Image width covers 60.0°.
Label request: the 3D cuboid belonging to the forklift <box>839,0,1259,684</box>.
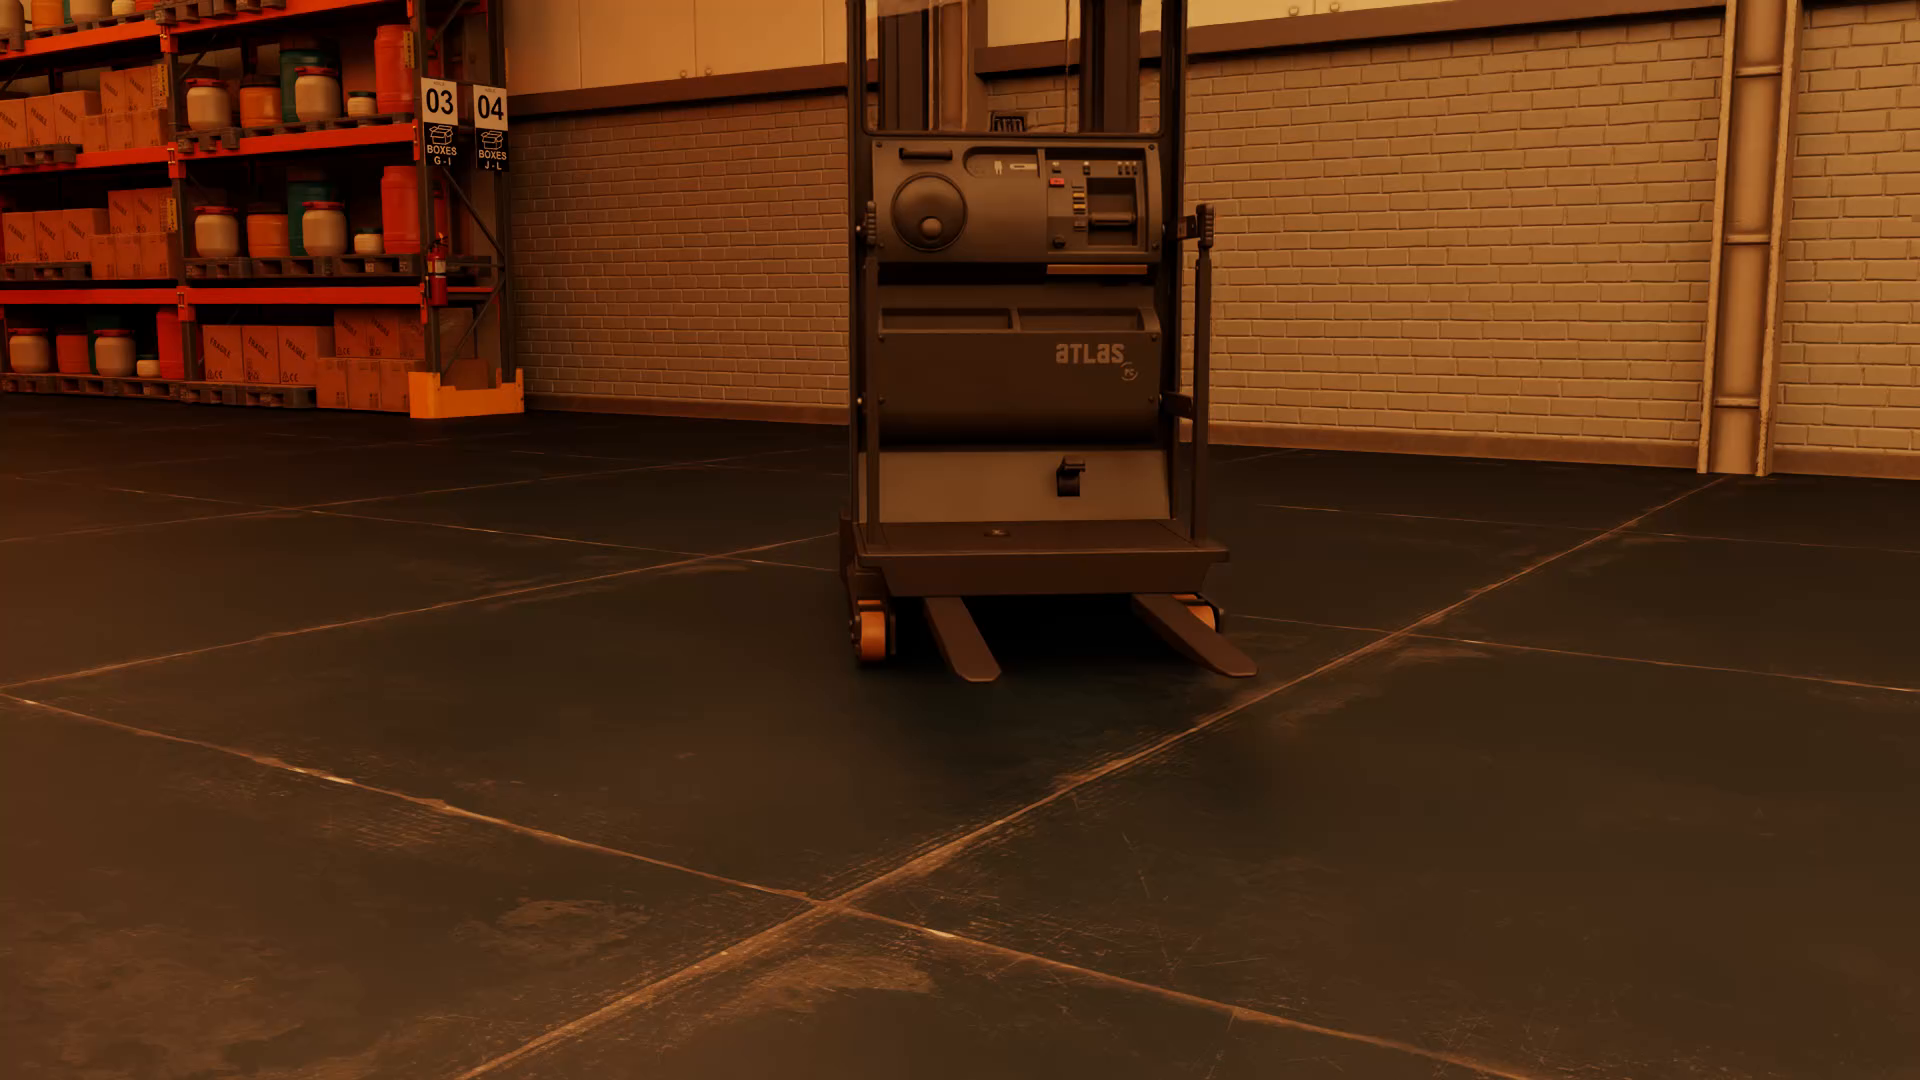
[{"bbox_3d":[0.206,-1.127,5.121,1.130,2.935,3.031,-1,8,-5],"label":"forklift"}]
